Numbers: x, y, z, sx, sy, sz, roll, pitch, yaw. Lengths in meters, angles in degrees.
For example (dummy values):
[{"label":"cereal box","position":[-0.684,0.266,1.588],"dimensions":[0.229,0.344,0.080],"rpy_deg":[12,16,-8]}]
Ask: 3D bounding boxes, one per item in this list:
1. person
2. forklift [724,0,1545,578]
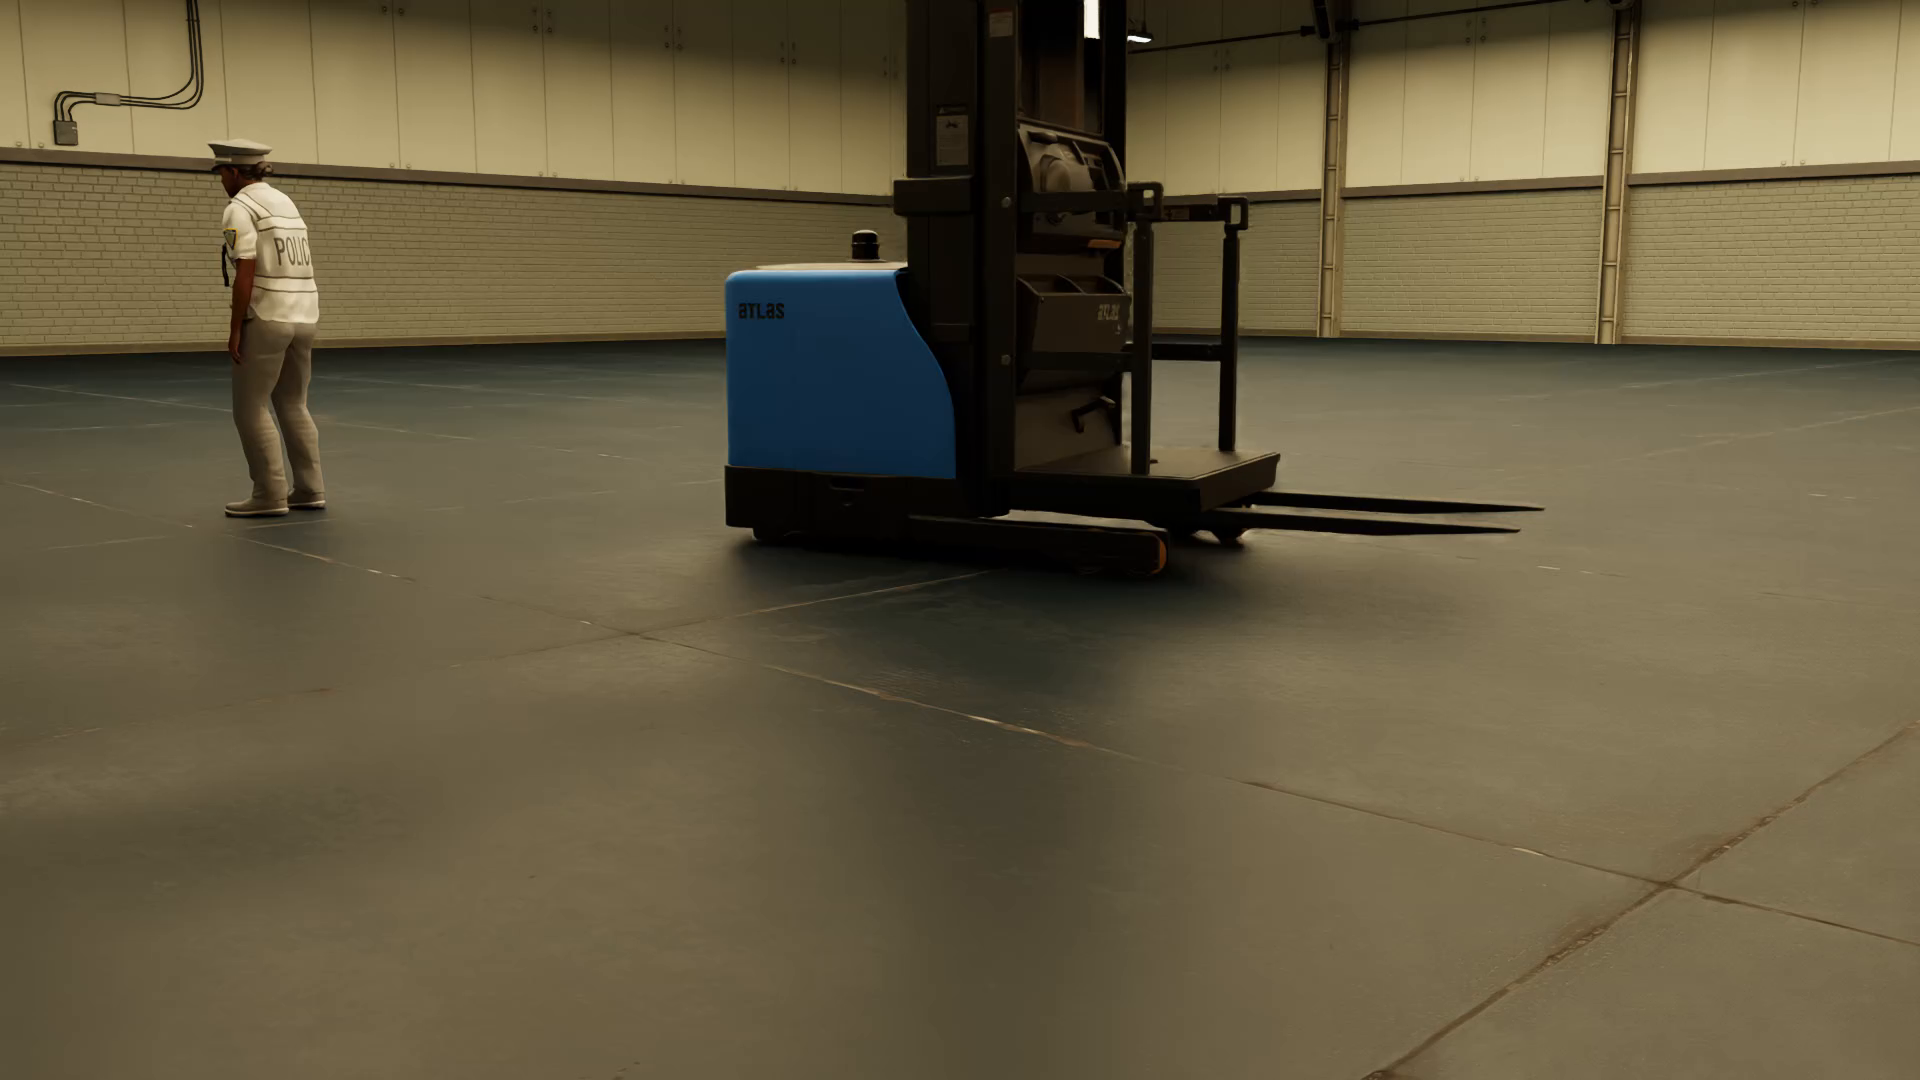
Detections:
[{"label":"person","position":[-3.092,-0.945,7.439],"dimensions":[0.397,1.656,0.513],"rpy_deg":[2,9,14]},{"label":"forklift","position":[0.613,-1.404,6.201],"dimensions":[3.031,2.935,1.130],"rpy_deg":[4,10,26]}]
